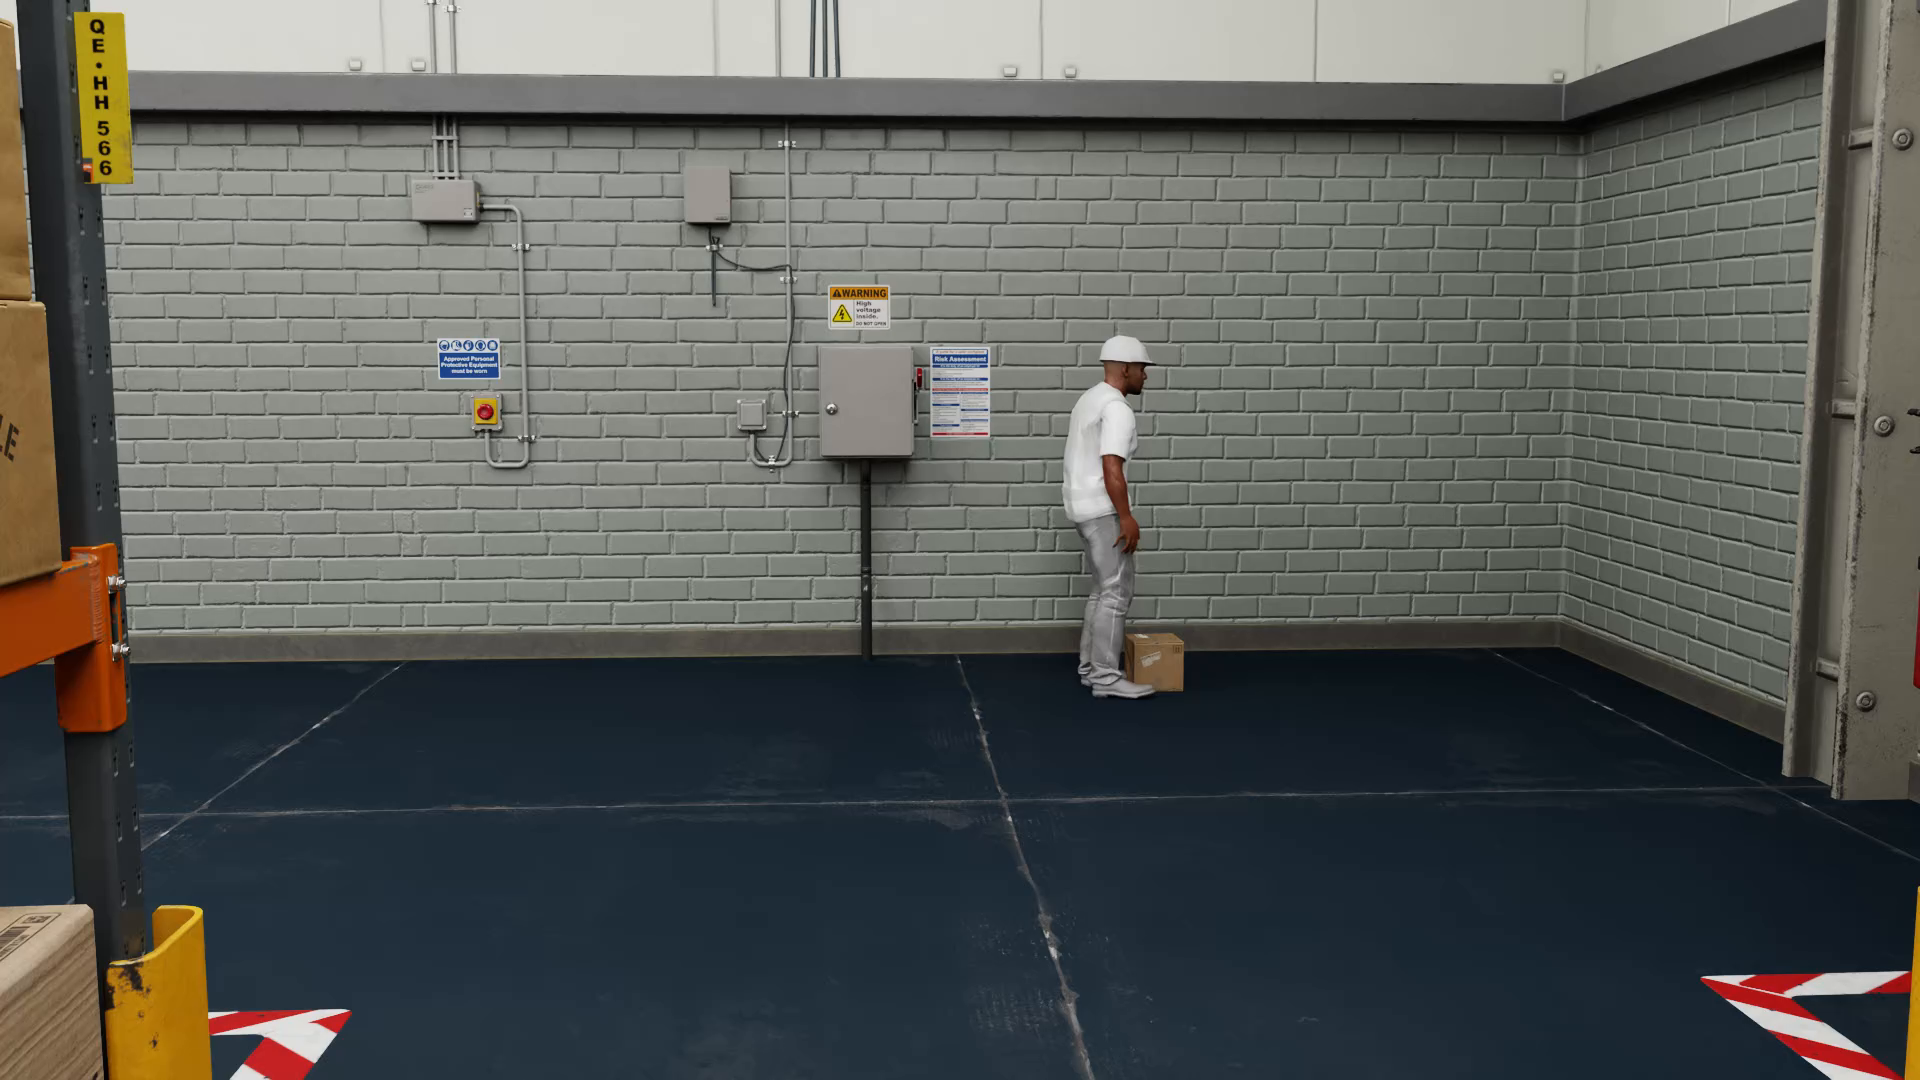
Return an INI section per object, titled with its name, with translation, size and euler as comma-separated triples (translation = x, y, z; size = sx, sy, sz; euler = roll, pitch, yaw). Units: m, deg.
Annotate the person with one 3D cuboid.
[person]
translation = 0.748, -0.128, 8.244
size = 0.460, 1.760, 0.634
euler = -1, 7, -7
